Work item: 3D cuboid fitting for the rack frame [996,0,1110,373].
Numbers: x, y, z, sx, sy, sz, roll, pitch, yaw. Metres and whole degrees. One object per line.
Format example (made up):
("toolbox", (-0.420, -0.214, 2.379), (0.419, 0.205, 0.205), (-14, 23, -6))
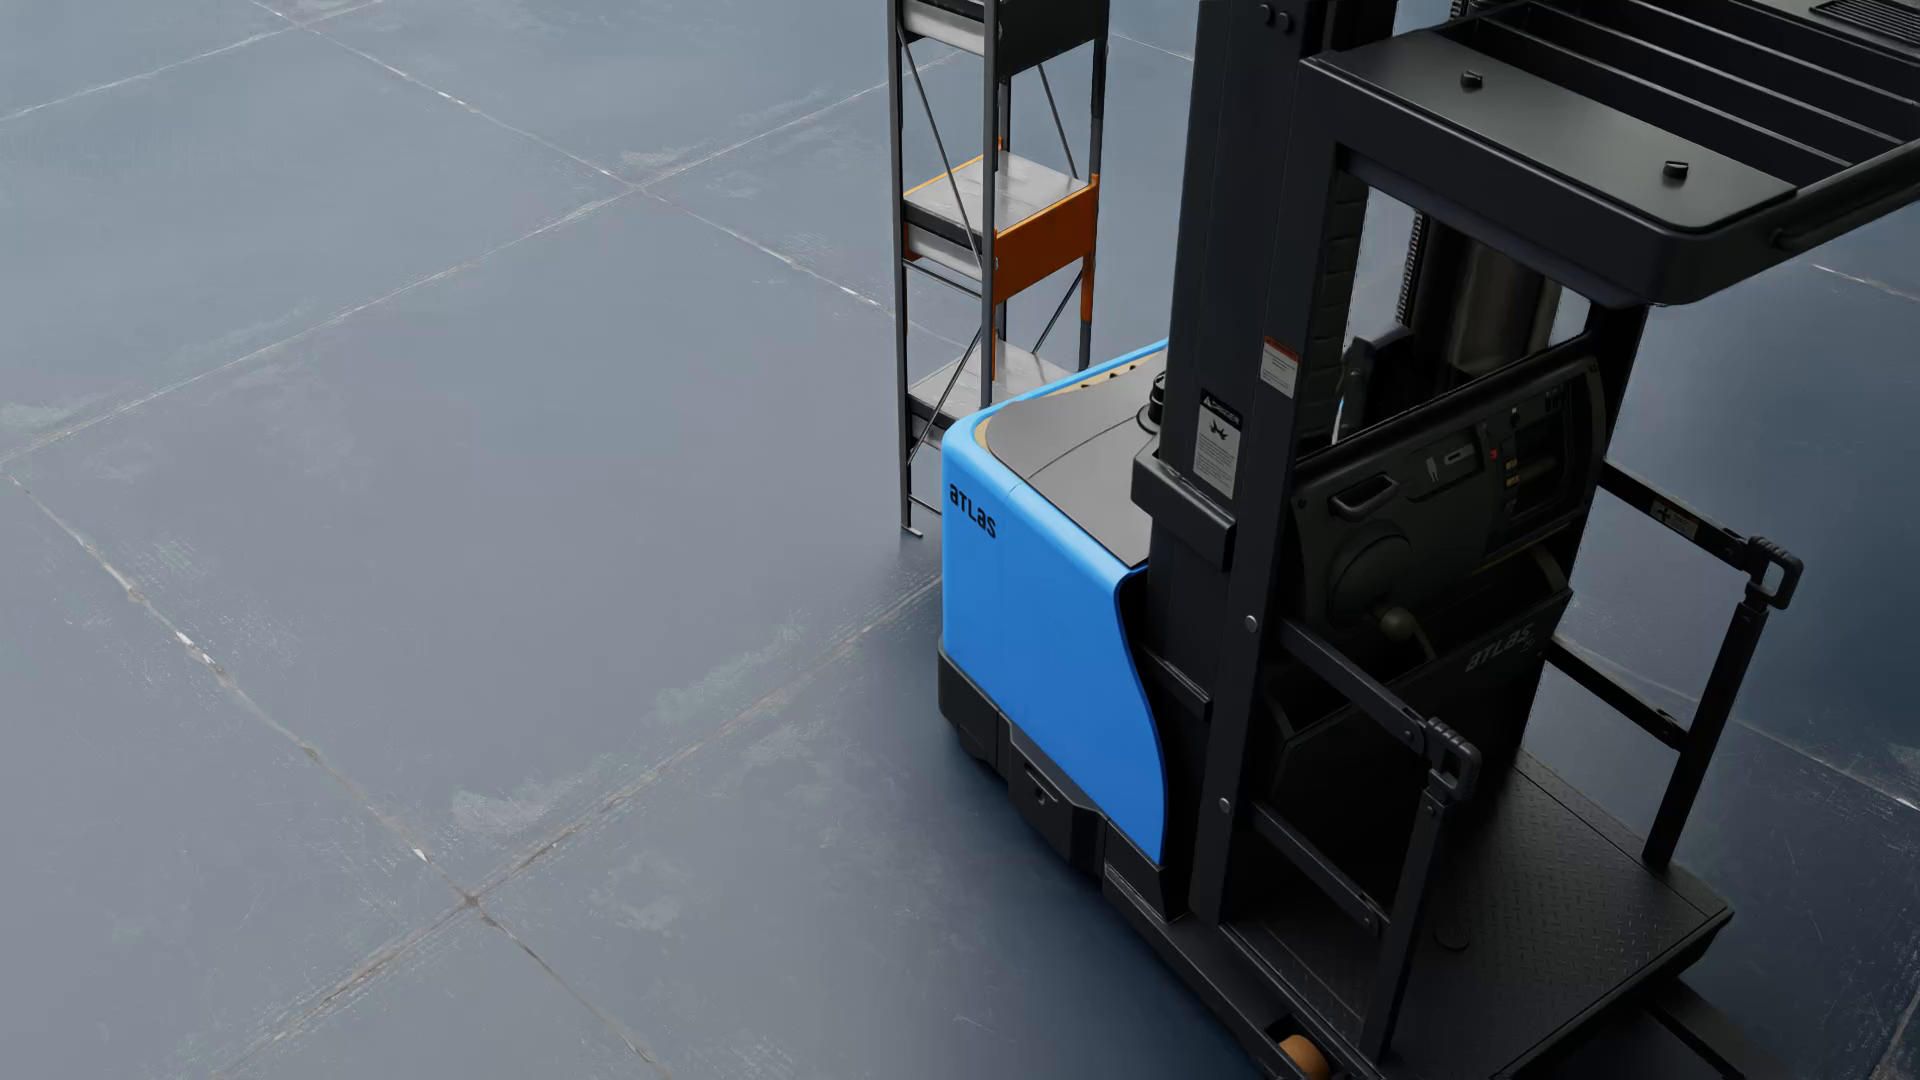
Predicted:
("rack frame", (0.276, -1.010, 5.333), (0.400, 2.100, 0.015), (30, 47, 32))

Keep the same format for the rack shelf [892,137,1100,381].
("rack shelf", (0.112, -0.887, 5.201), (0.431, 0.518, 0.480), (30, 47, 32))

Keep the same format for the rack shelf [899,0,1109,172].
("rack shelf", (0.112, -1.435, 4.765), (0.431, 0.518, 0.480), (30, 47, 32))

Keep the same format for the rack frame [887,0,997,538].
("rack frame", (-0.053, -0.786, 5.051), (0.400, 2.100, 0.015), (30, 47, 32))

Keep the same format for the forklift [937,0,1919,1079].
("forklift", (1.181, -0.025, 3.426), (1.130, 2.935, 3.031), (-23, 44, -26))

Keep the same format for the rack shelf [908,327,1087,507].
("rack shelf", (0.112, -0.339, 5.636), (0.431, 0.518, 0.480), (30, 47, 32))

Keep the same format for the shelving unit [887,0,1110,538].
("shelving unit", (0.112, -0.898, 5.192), (0.431, 2.100, 0.503), (30, 47, 32))
